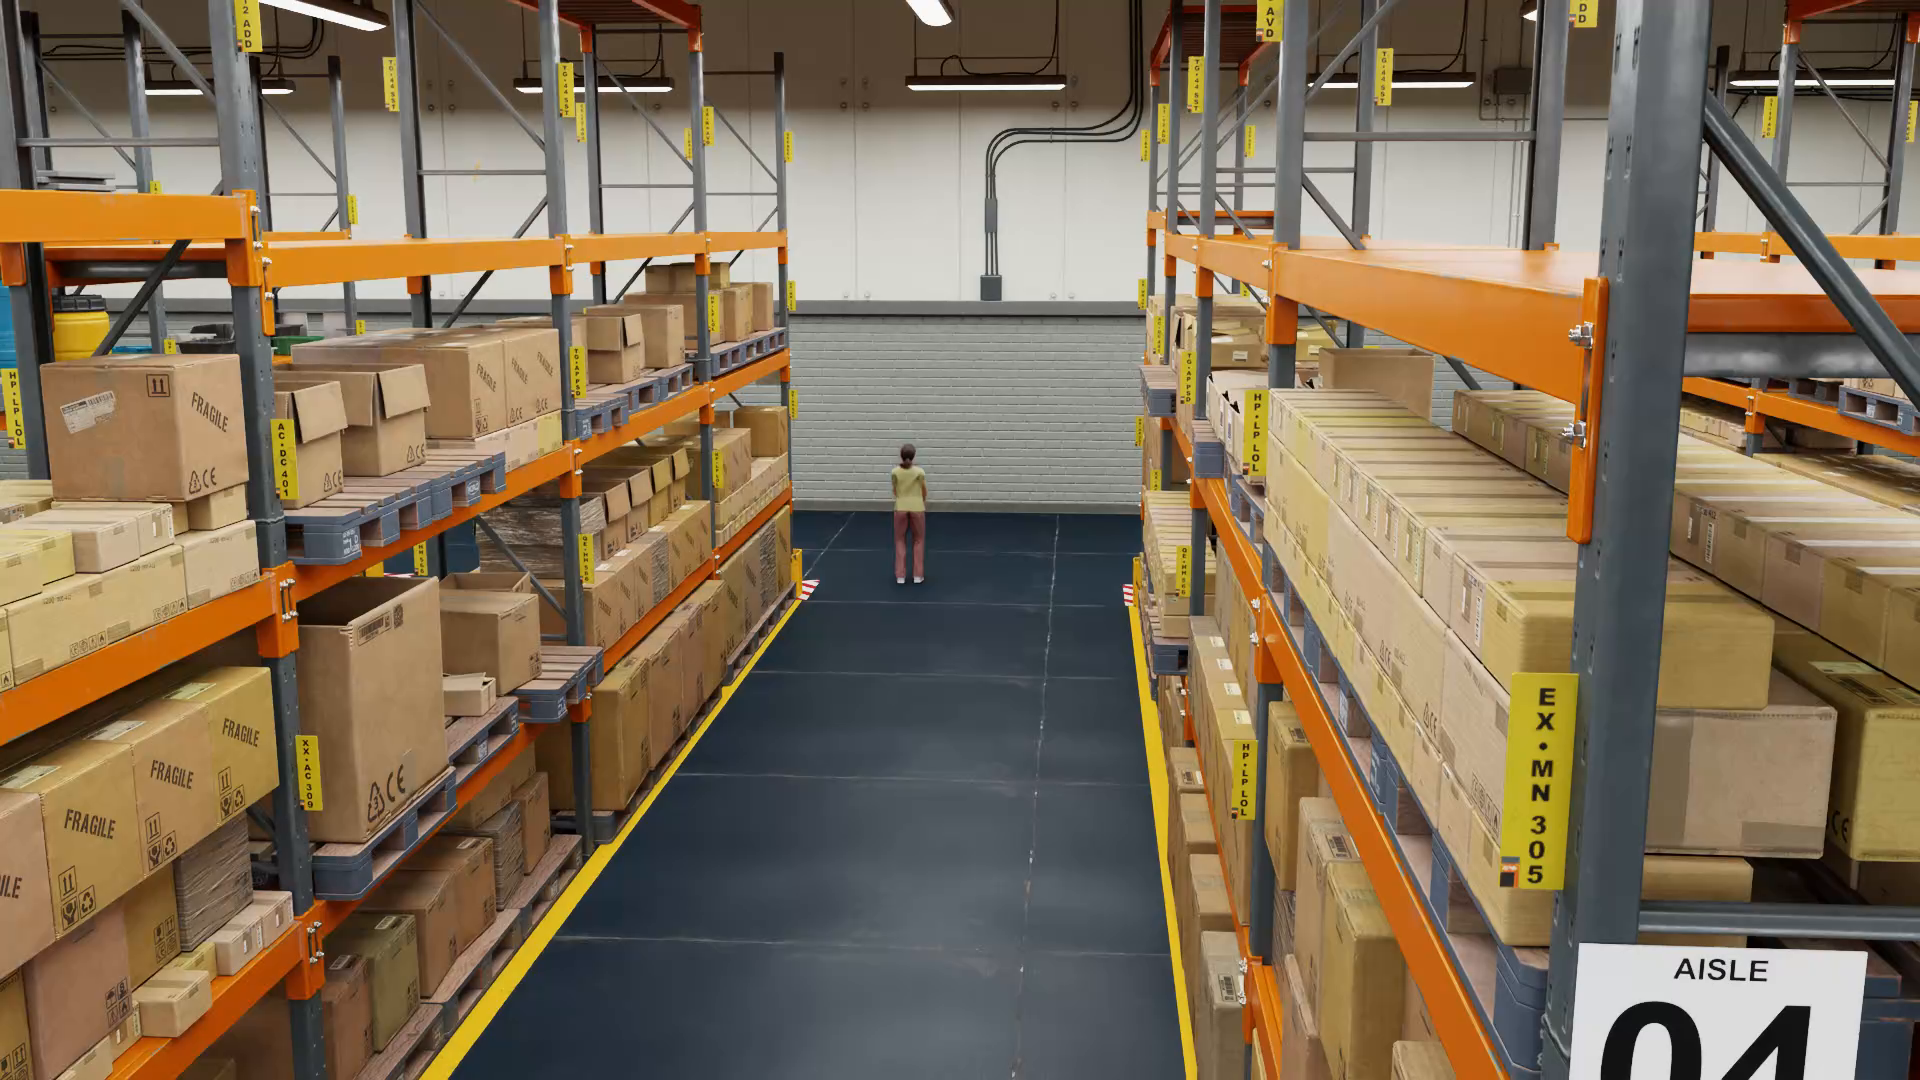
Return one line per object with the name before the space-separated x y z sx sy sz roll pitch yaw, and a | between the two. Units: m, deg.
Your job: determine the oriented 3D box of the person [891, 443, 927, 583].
person | -0.595 -0.326 19.671 0.421 1.667 0.548 1 11 4
